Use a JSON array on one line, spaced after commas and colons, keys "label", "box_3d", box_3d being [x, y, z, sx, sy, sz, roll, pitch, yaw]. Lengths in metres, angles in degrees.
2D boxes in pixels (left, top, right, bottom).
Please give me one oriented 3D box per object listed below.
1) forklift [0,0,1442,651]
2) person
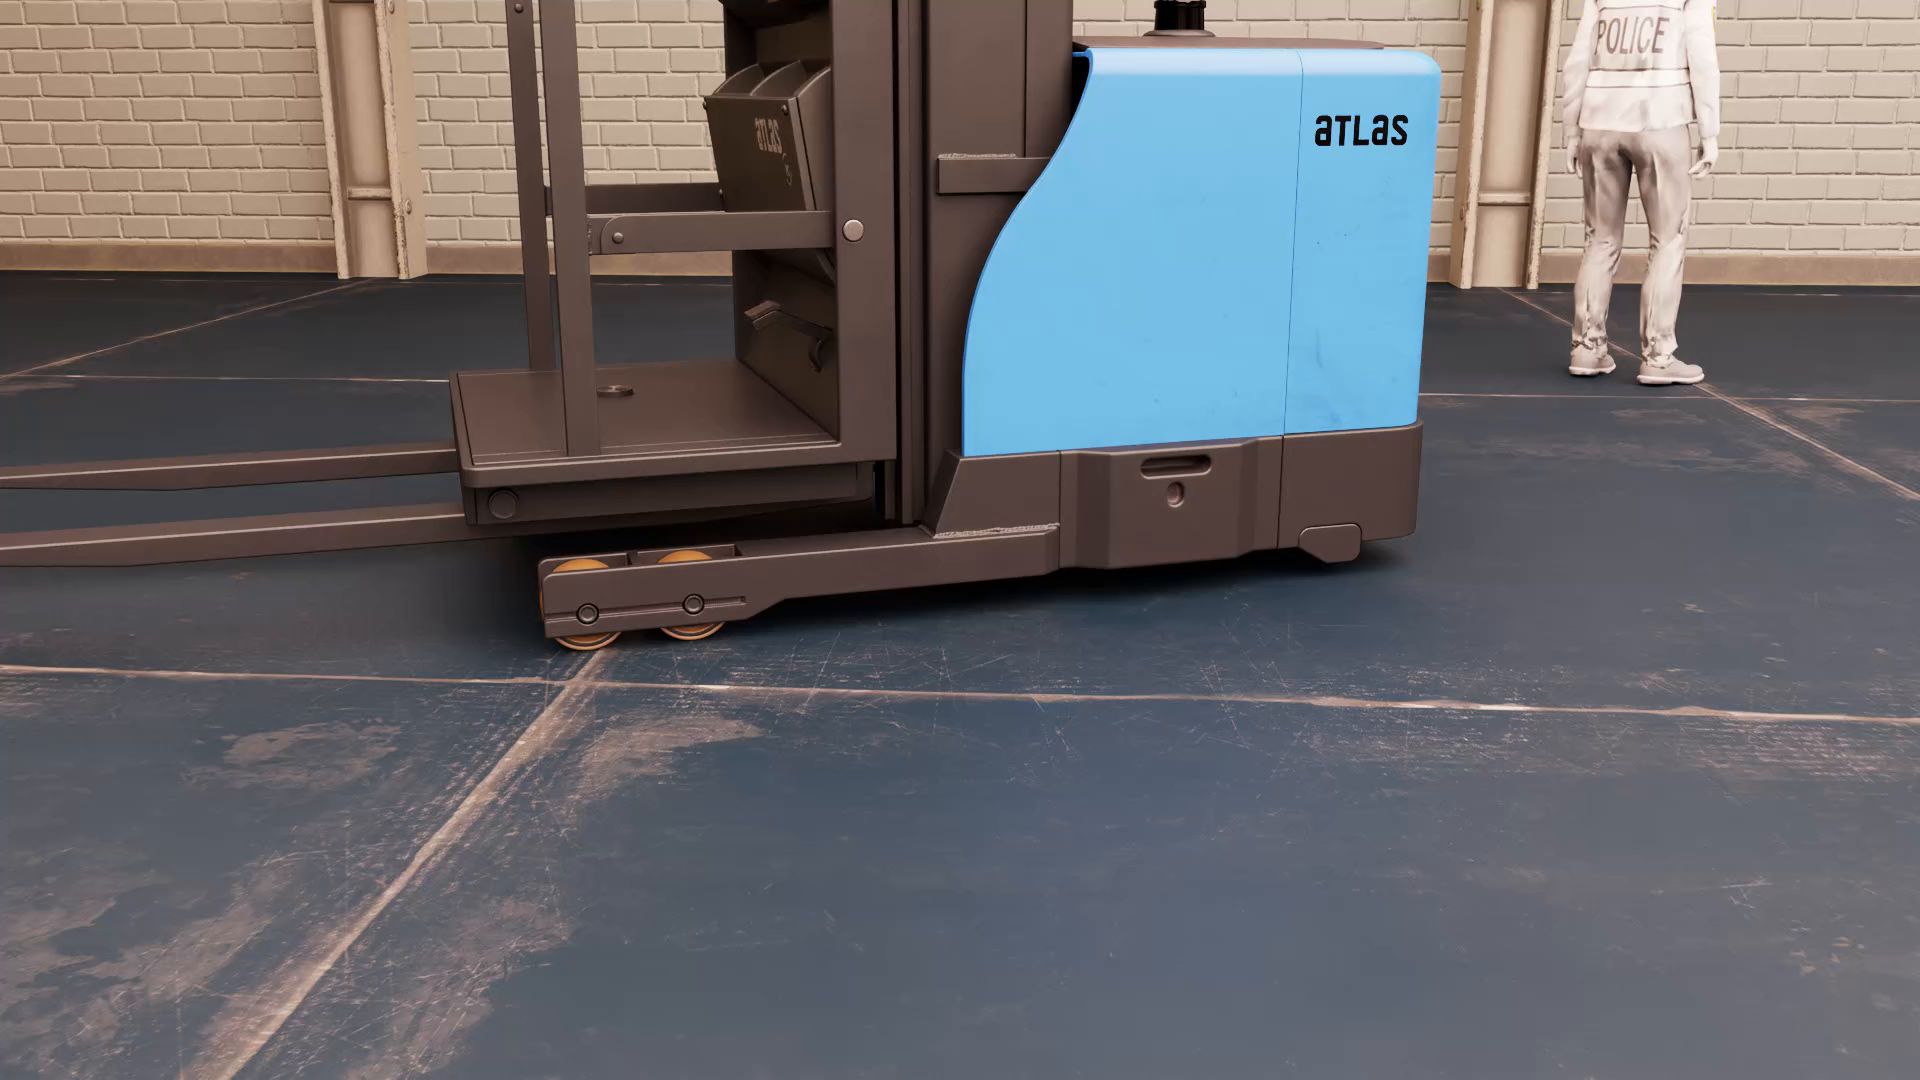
[{"label": "forklift", "box_3d": [-0.580, -1.366, 3.251, 3.031, 2.935, 1.130, -5, 16, -17]}, {"label": "person", "box_3d": [2.345, -1.387, 5.745, 0.373, 1.665, 0.547, -15, 21, -43]}]
